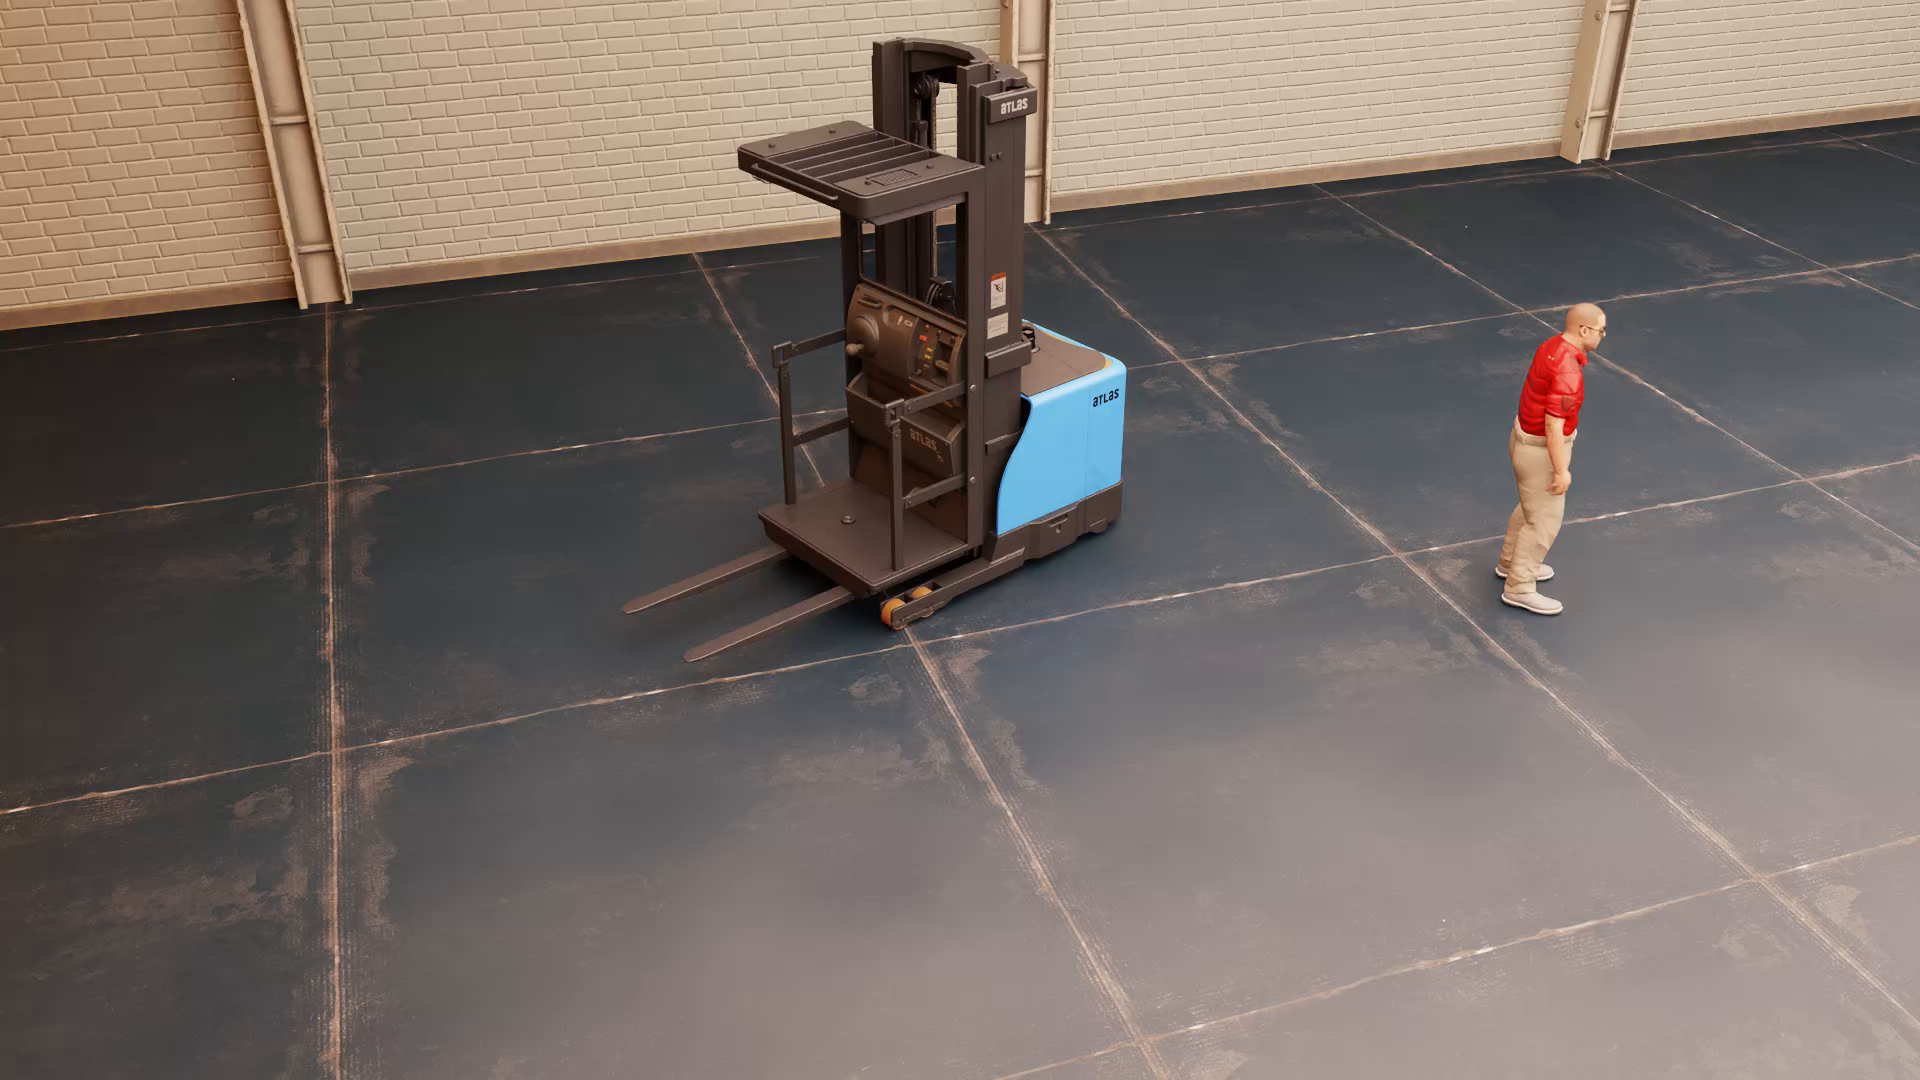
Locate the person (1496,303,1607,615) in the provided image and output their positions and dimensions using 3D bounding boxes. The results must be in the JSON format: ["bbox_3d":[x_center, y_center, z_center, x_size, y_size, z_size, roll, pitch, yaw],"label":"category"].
[{"bbox_3d":[3.225,-0.480,9.127,0.388,1.727,0.597,5,30,8],"label":"person"}]

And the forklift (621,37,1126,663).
[{"bbox_3d":[-0.461,-1.072,8.951,3.031,2.935,1.130,-23,37,-34],"label":"forklift"}]
